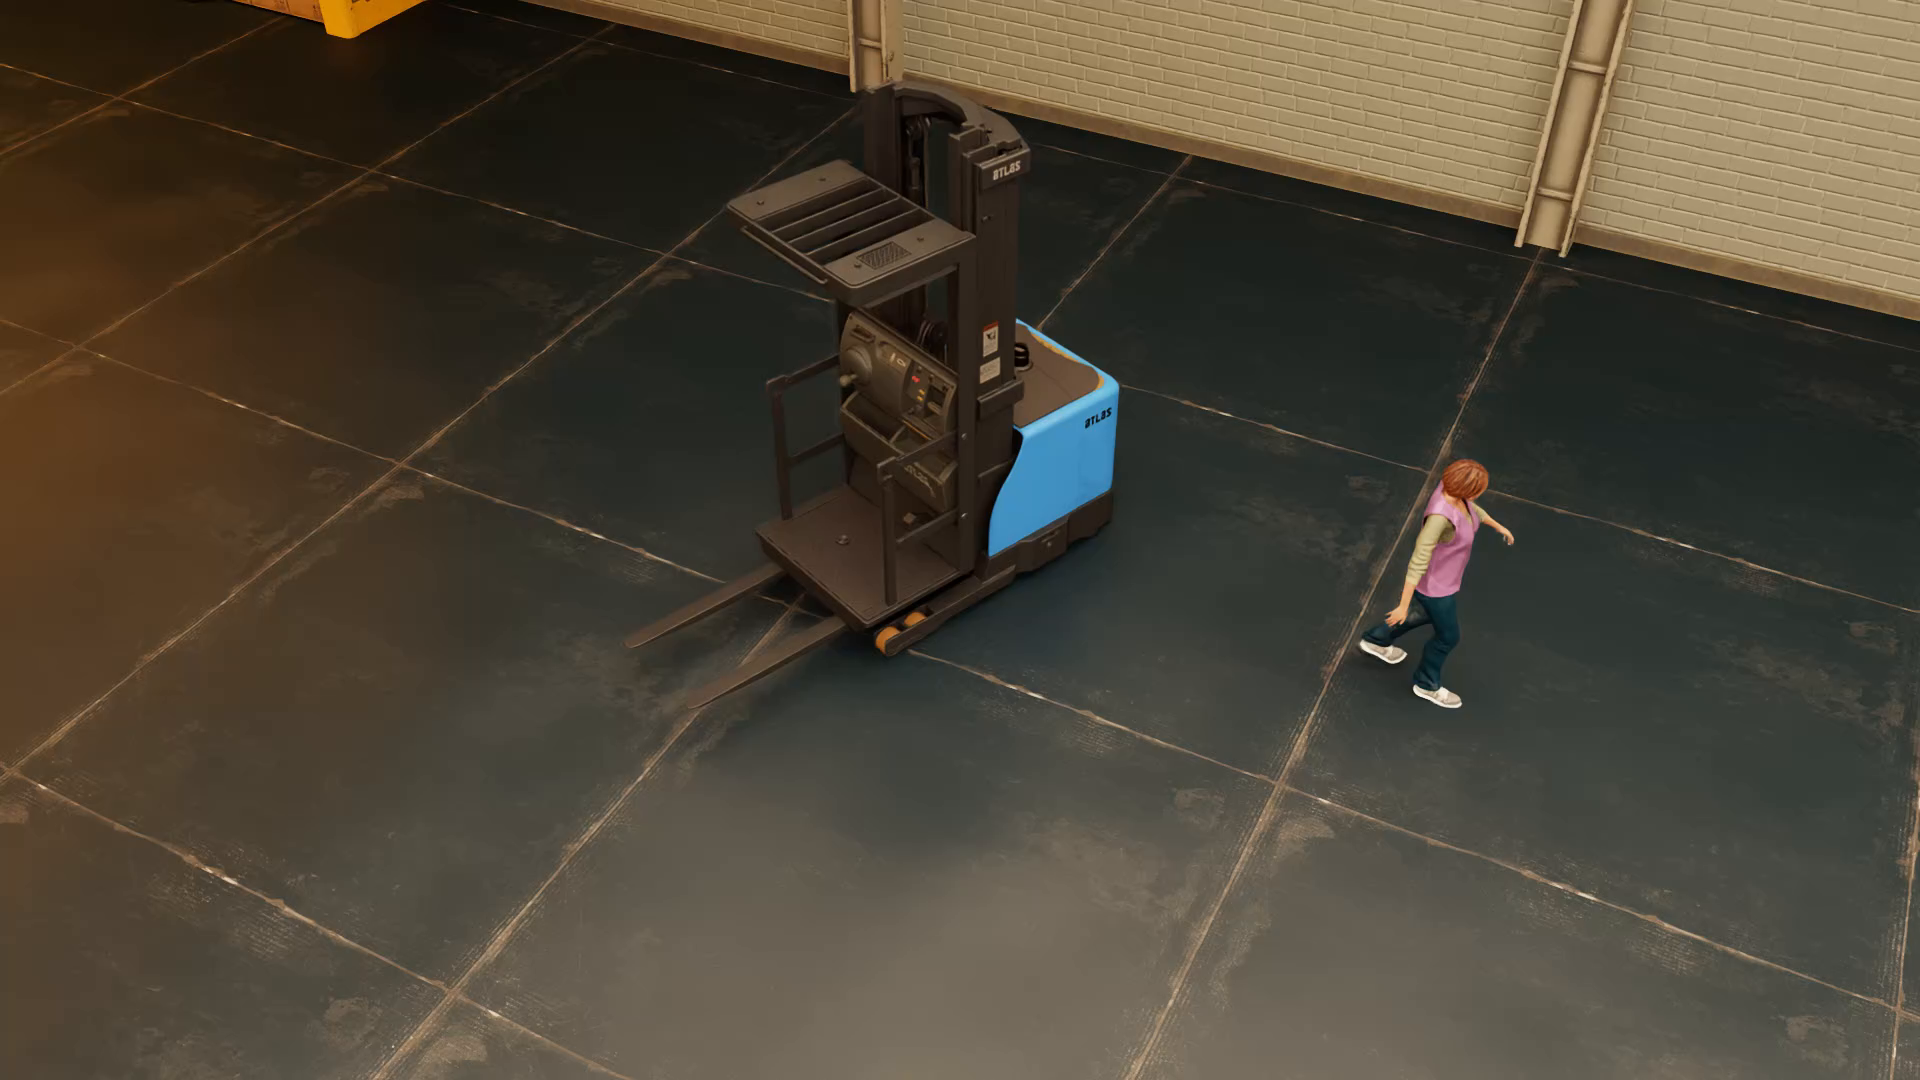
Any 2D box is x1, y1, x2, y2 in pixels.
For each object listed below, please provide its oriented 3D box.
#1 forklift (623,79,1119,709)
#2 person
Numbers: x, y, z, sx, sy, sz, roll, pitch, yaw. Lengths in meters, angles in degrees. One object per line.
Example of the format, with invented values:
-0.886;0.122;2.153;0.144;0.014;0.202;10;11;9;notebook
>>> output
-0.503;-0.846;8.991;3.031;2.935;1.130;-29;48;-30;forklift
2.524;0.215;8.791;0.658;1.580;0.757;14;42;17;person
